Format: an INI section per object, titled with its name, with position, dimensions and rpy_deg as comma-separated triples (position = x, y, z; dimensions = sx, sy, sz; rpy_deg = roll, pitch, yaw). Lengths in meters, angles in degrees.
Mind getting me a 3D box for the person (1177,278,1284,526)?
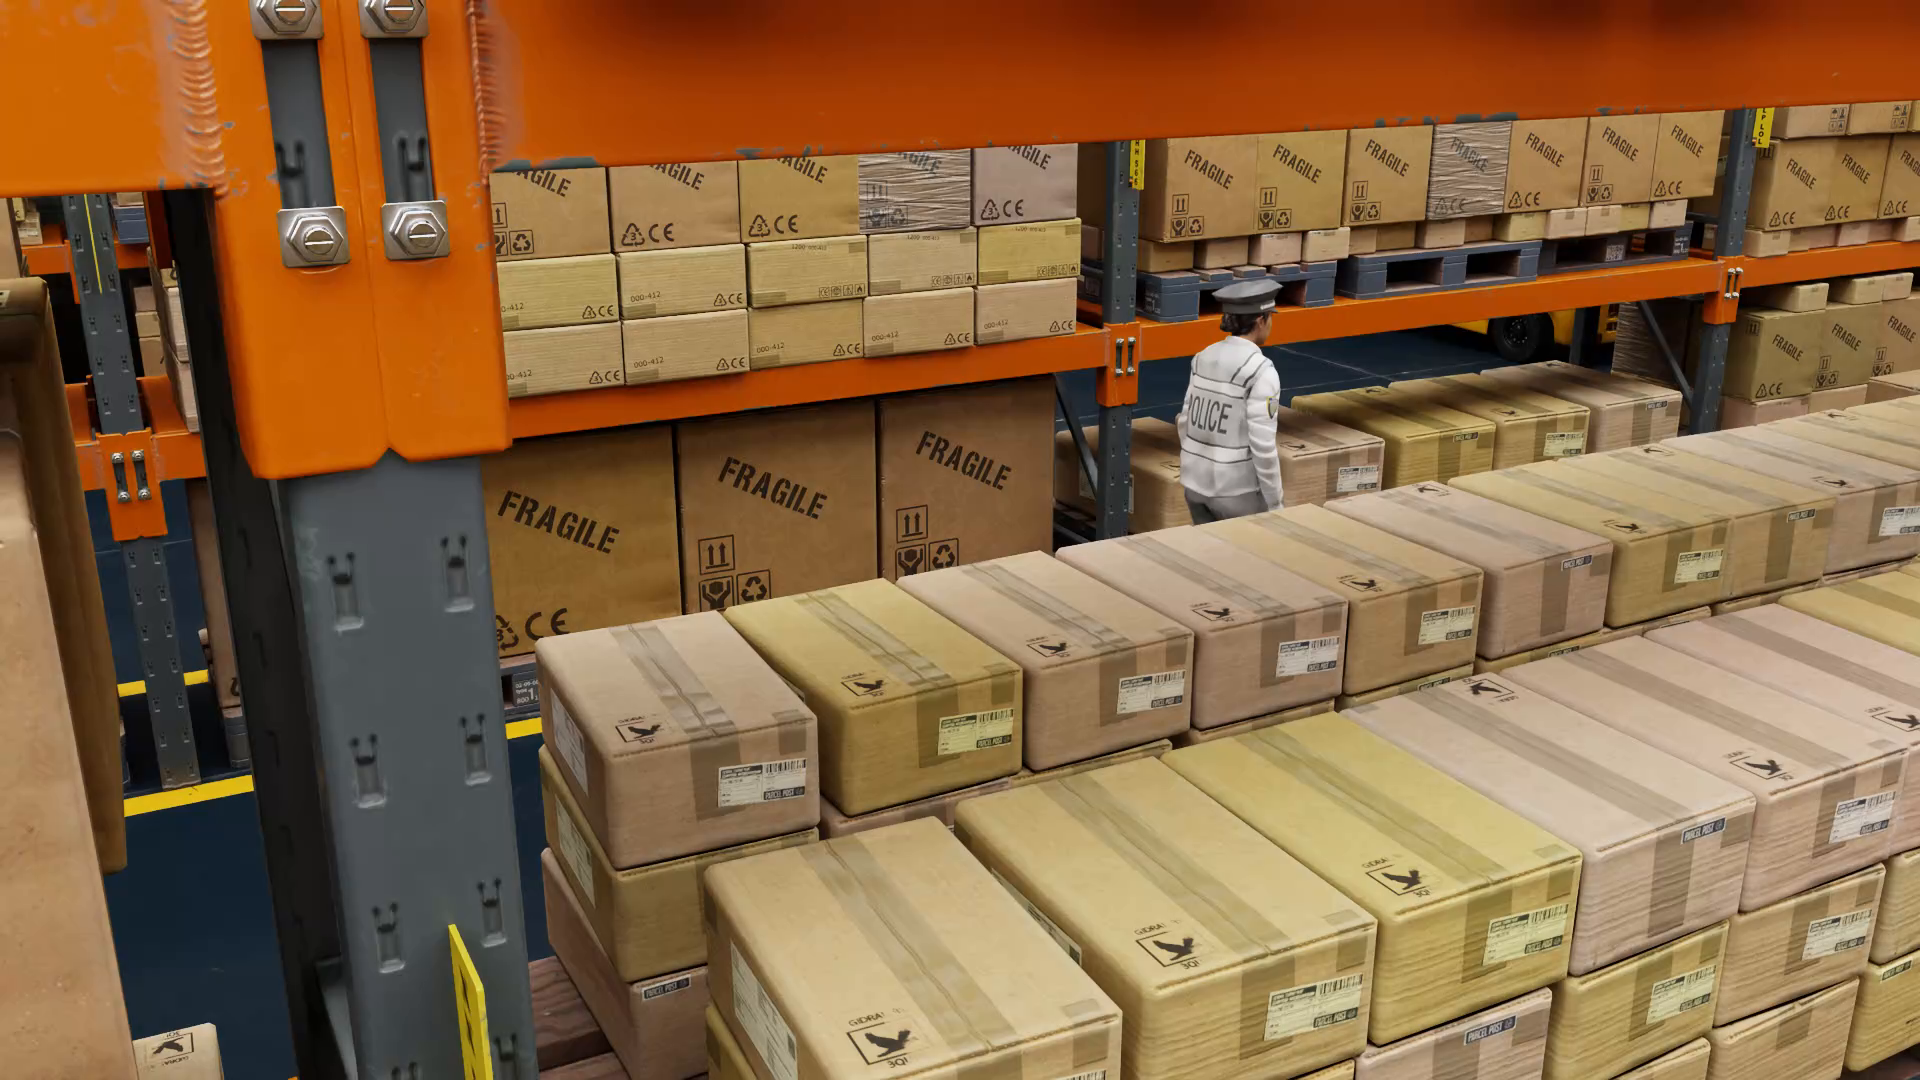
[person]
position = 1.083, -0.193, 6.632
dimensions = 0.375, 1.662, 0.542
rpy_deg = -11, 22, -30
